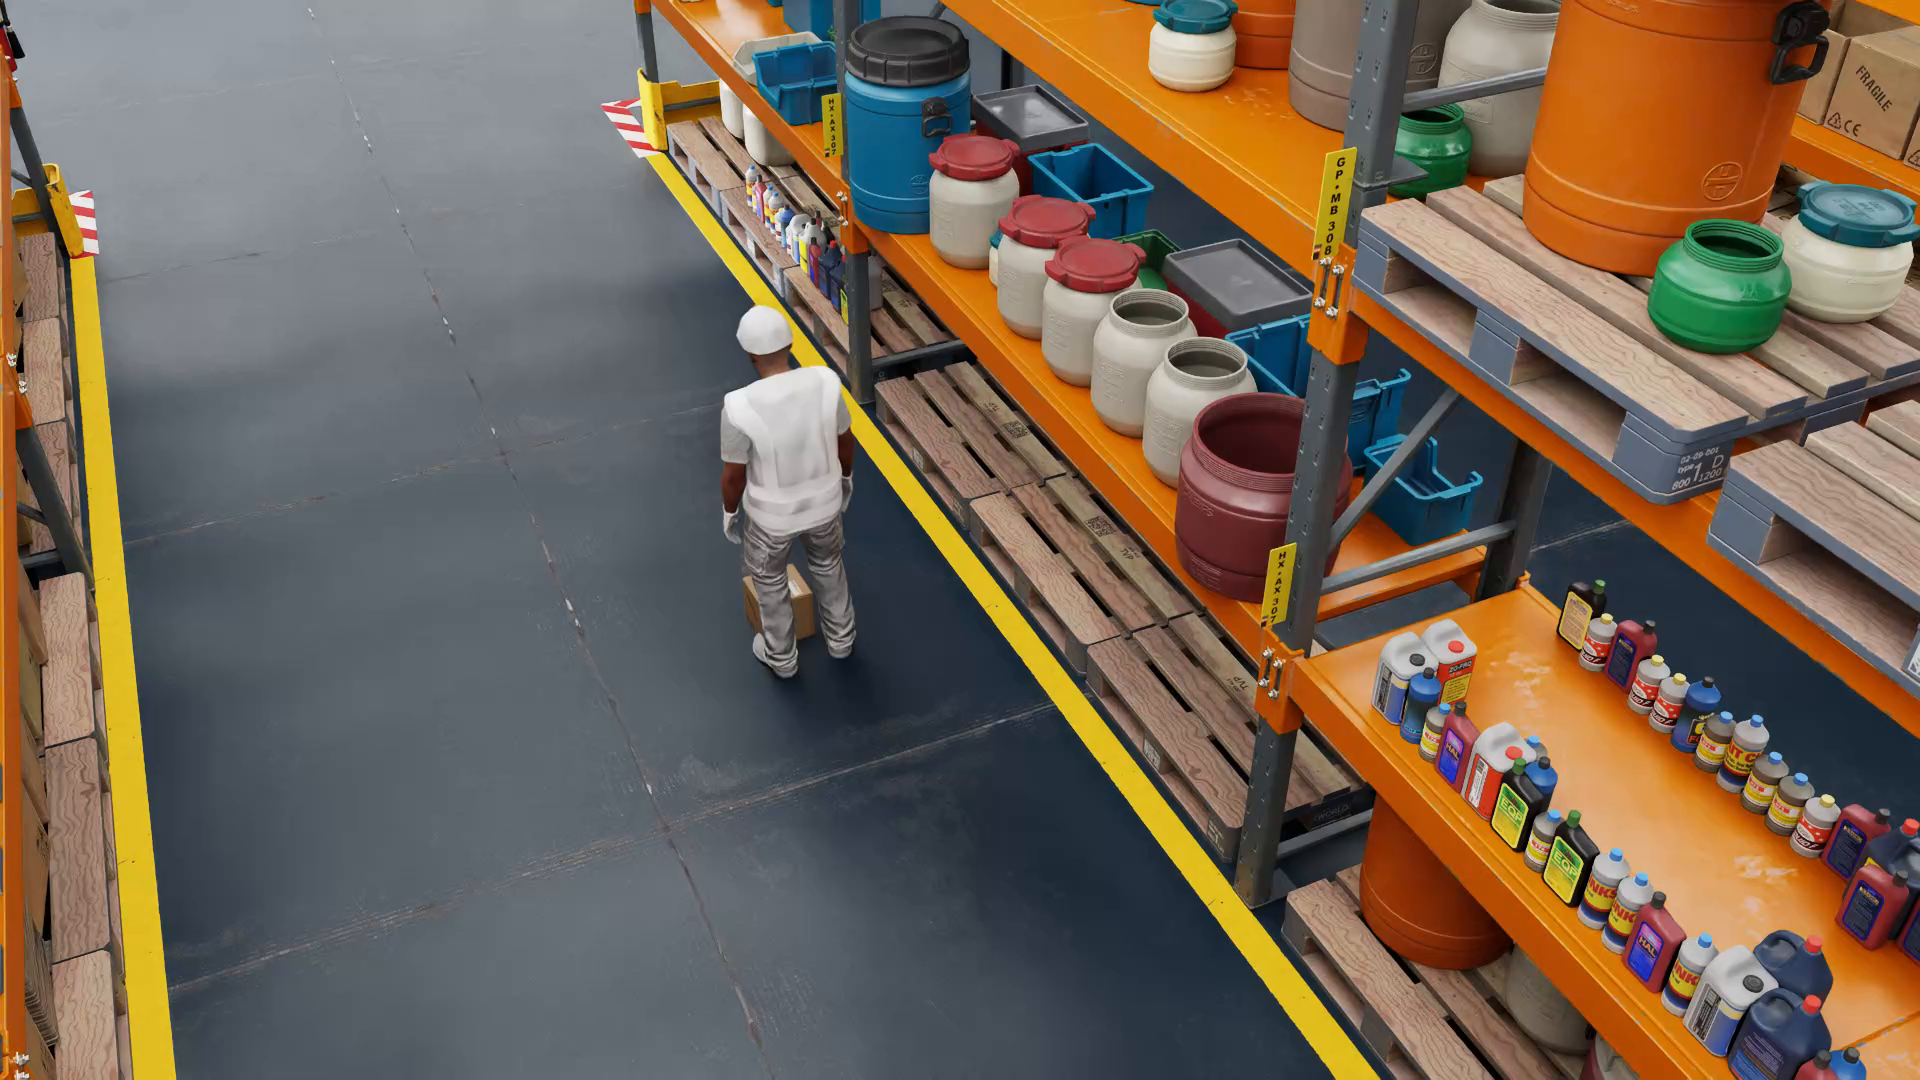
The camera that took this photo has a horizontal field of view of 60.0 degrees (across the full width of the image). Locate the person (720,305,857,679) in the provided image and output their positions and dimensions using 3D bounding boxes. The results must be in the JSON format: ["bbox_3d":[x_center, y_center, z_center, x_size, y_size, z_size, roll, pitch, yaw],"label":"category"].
[{"bbox_3d":[-0.729,-0.178,7.085,0.609,1.773,0.450,-17,40,-22],"label":"person"}]
